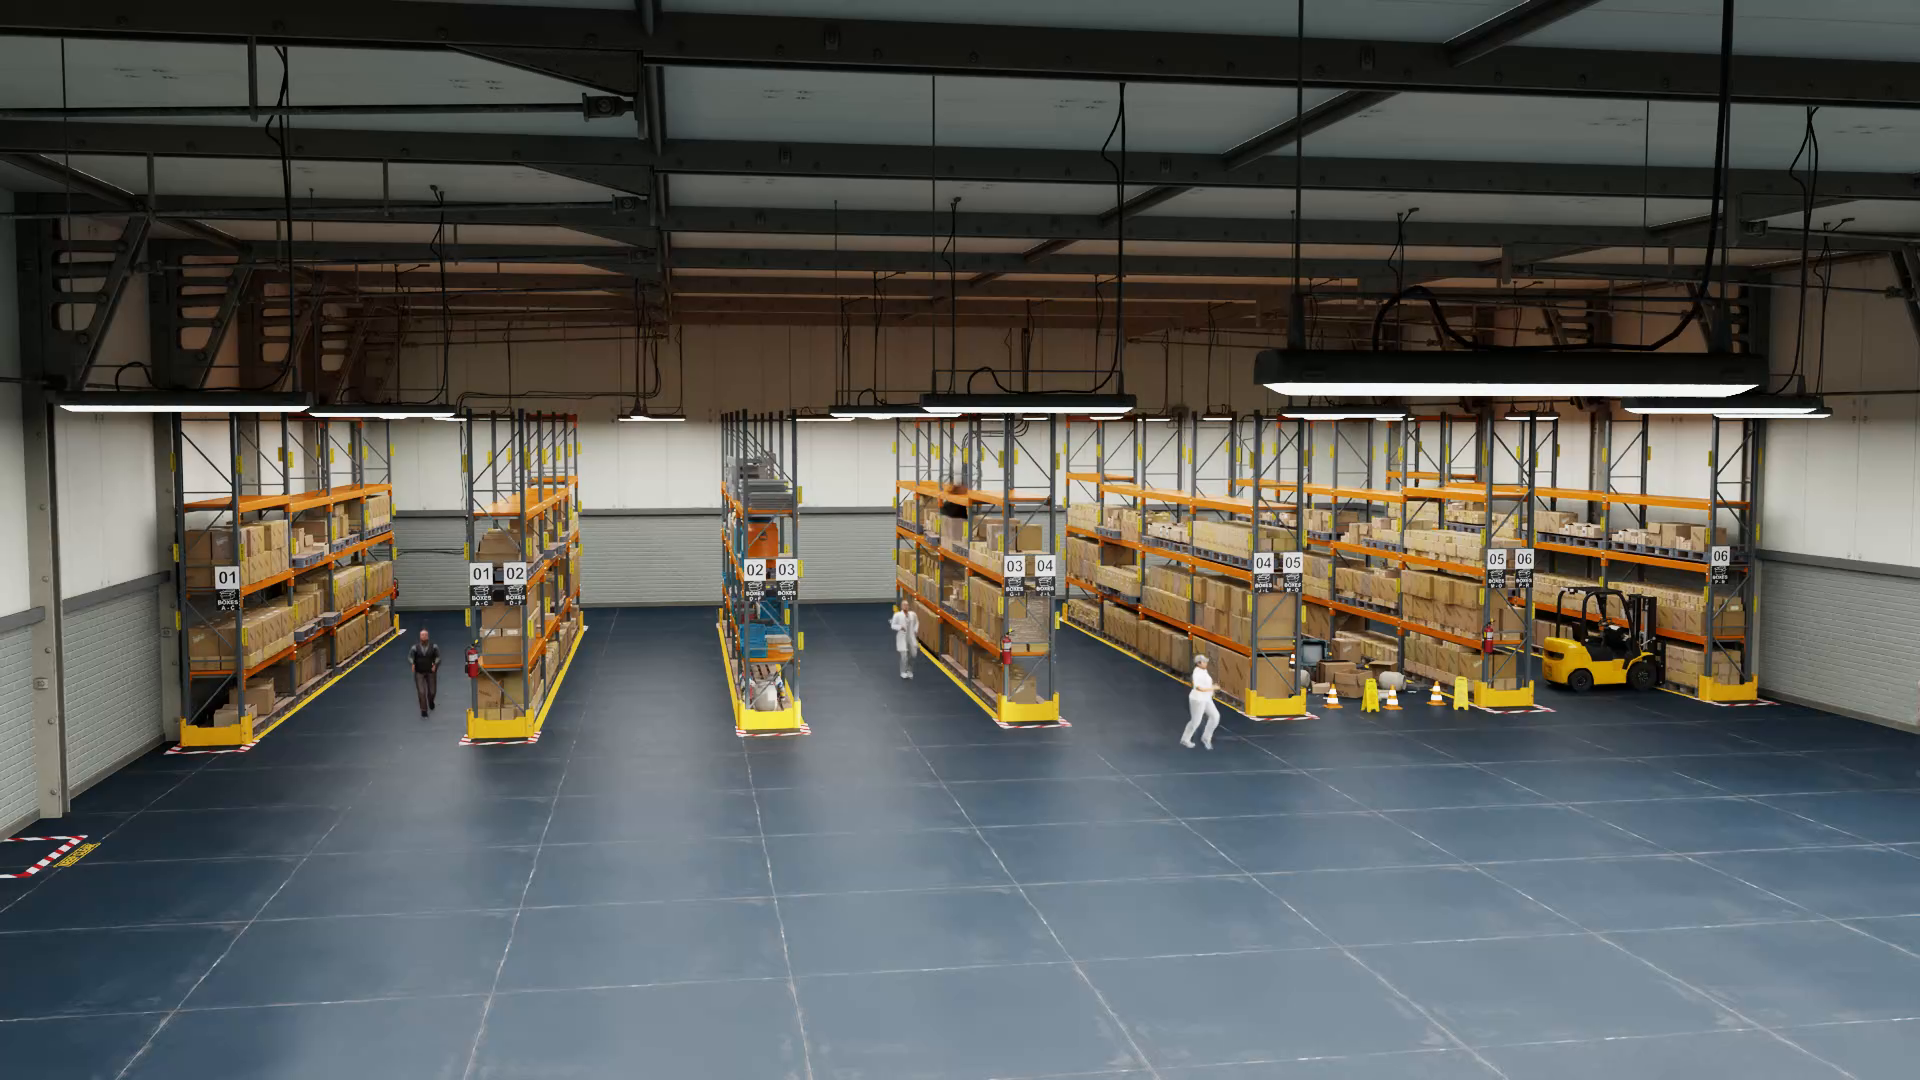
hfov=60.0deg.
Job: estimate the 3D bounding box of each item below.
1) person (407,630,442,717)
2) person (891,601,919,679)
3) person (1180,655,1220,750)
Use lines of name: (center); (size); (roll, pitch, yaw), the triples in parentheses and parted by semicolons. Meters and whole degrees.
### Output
person: (-10.513, 2.608, 32.652); (0.659, 1.673, 0.614); (-1, 4, -18)
person: (-1.184, 2.247, 37.290); (0.693, 1.768, 0.682); (-1, 4, -18)
person: (4.236, 2.864, 29.218); (0.713, 1.709, 0.554); (2, 5, 29)
